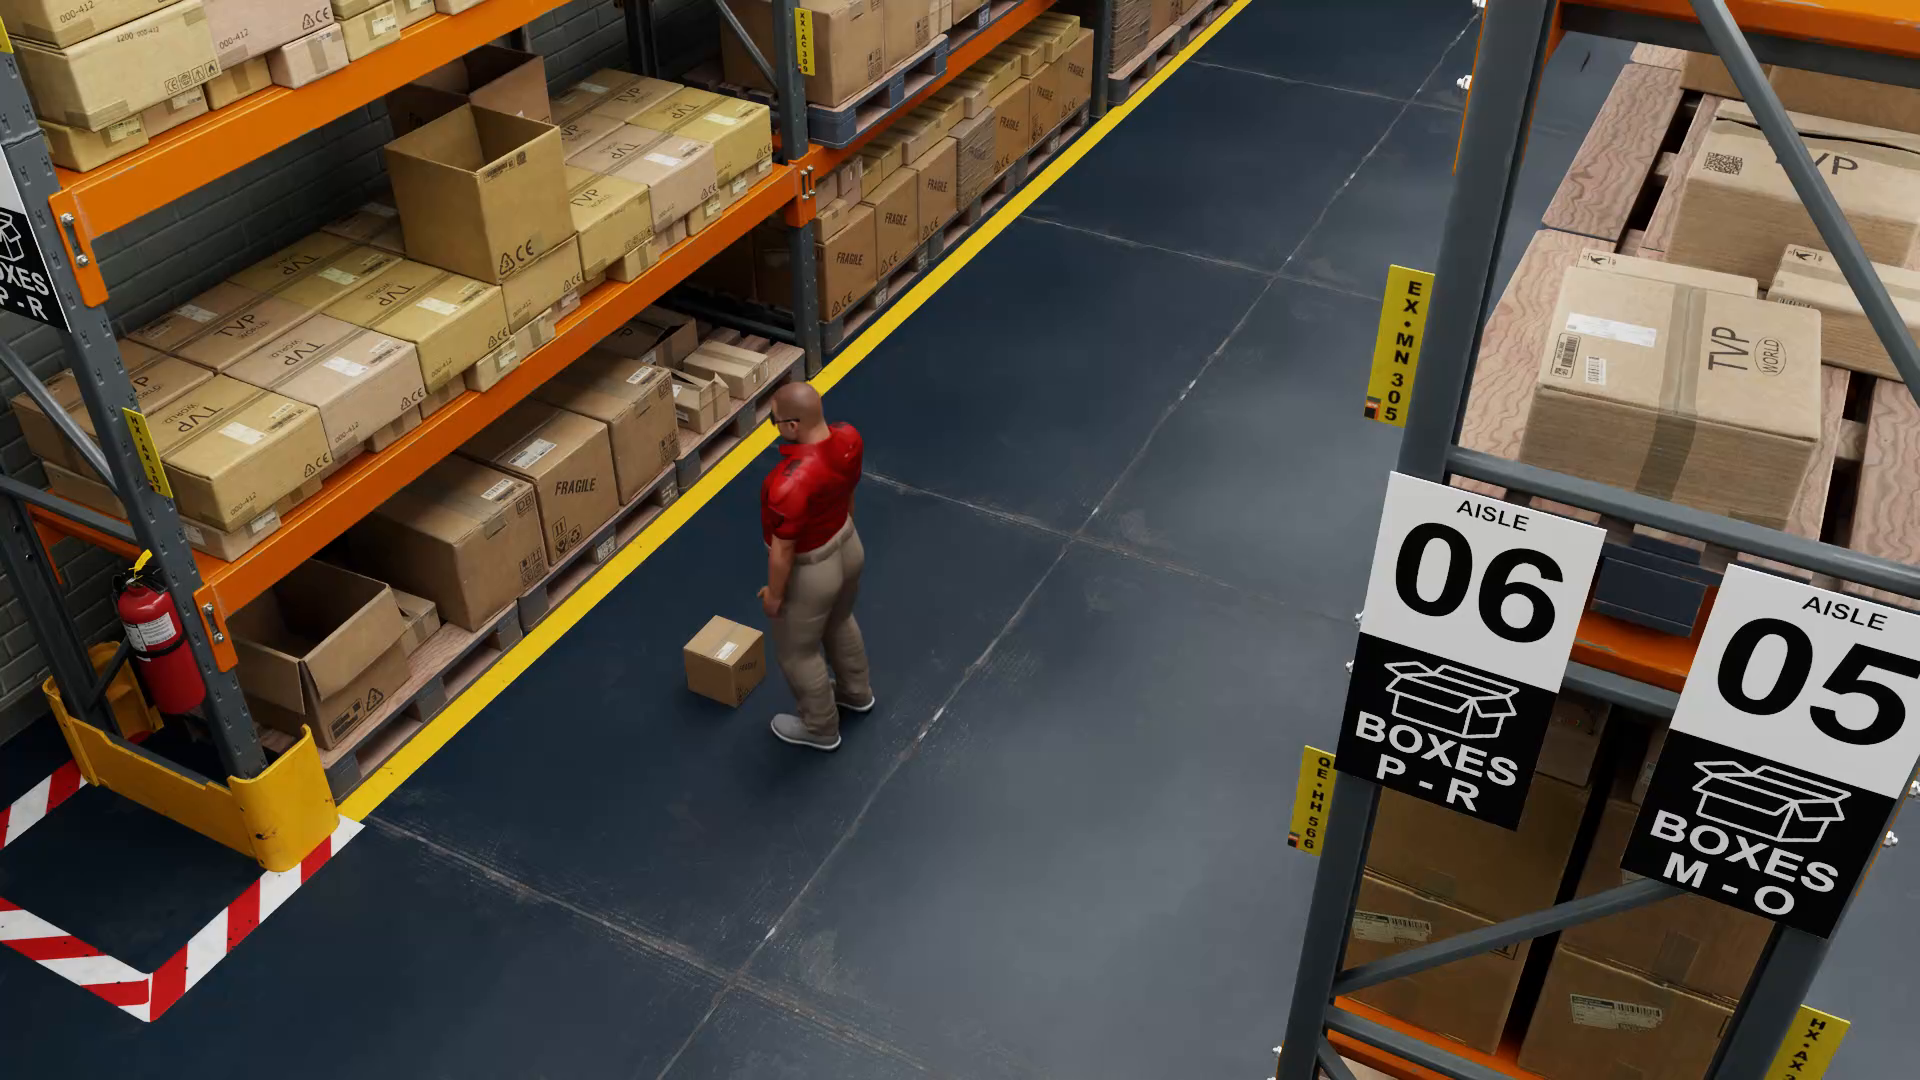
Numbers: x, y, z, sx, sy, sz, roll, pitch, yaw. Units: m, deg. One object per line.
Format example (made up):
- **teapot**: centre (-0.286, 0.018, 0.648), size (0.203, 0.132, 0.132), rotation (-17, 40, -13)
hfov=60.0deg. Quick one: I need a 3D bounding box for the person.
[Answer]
- **person**: centre (-0.604, 0.107, 6.638), size (0.358, 1.724, 0.530), rotation (18, 41, 22)
